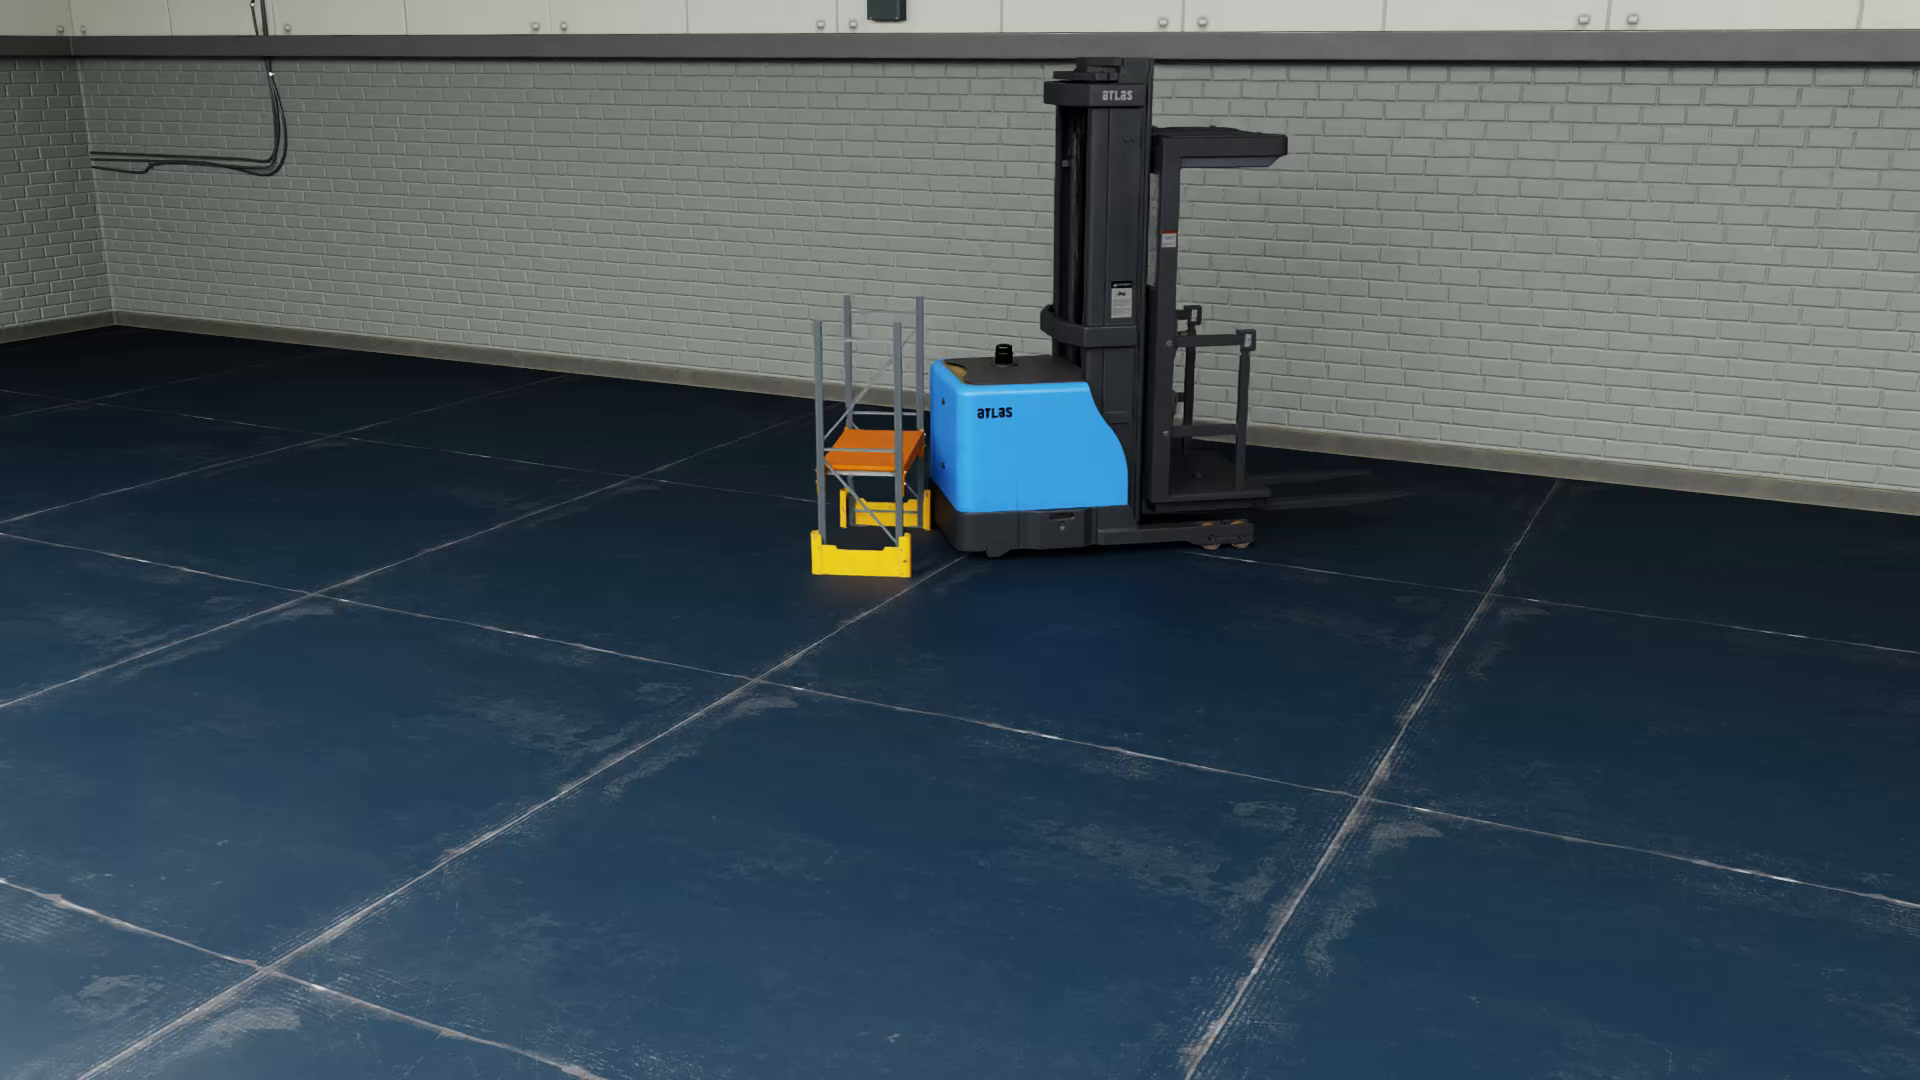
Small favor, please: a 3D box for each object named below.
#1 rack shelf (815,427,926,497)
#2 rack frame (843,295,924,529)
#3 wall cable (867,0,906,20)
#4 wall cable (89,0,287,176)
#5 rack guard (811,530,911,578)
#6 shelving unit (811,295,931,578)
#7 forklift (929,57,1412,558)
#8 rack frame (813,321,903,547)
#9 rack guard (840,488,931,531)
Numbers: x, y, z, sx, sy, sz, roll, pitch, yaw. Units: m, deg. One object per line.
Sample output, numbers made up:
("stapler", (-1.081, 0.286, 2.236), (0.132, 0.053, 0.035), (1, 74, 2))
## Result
("rack shelf", (-0.531, -0.488, 10.165), (0.538, 0.185, 1.000), (2, 17, 6))
("rack frame", (-0.480, -0.804, 10.599), (0.500, 1.500, 0.032), (2, 17, 6))
("wall cable", (0.295, -6.955, 12.164), (2.305, 6.003, 0.169), (8, 18, 25))
("wall cable", (-8.191, -5.048, 17.171), (3.097, 2.526, 0.112), (8, 18, 25))
("rack guard", (-0.582, 0.082, 9.808), (0.587, 0.250, 0.087), (2, 17, 6))
("shelving unit", (-0.532, -0.658, 10.105), (0.587, 1.500, 1.083), (2, 17, 6))
("forklift", (1.366, -1.489, 10.390), (3.031, 2.935, 1.130), (-3, 17, -11))
("rack frame", (-0.582, -0.516, 9.629), (0.500, 1.500, 0.032), (2, 17, 6))
("rack guard", (-0.482, -0.200, 10.758), (0.587, 0.250, 0.087), (2, 17, 6))
